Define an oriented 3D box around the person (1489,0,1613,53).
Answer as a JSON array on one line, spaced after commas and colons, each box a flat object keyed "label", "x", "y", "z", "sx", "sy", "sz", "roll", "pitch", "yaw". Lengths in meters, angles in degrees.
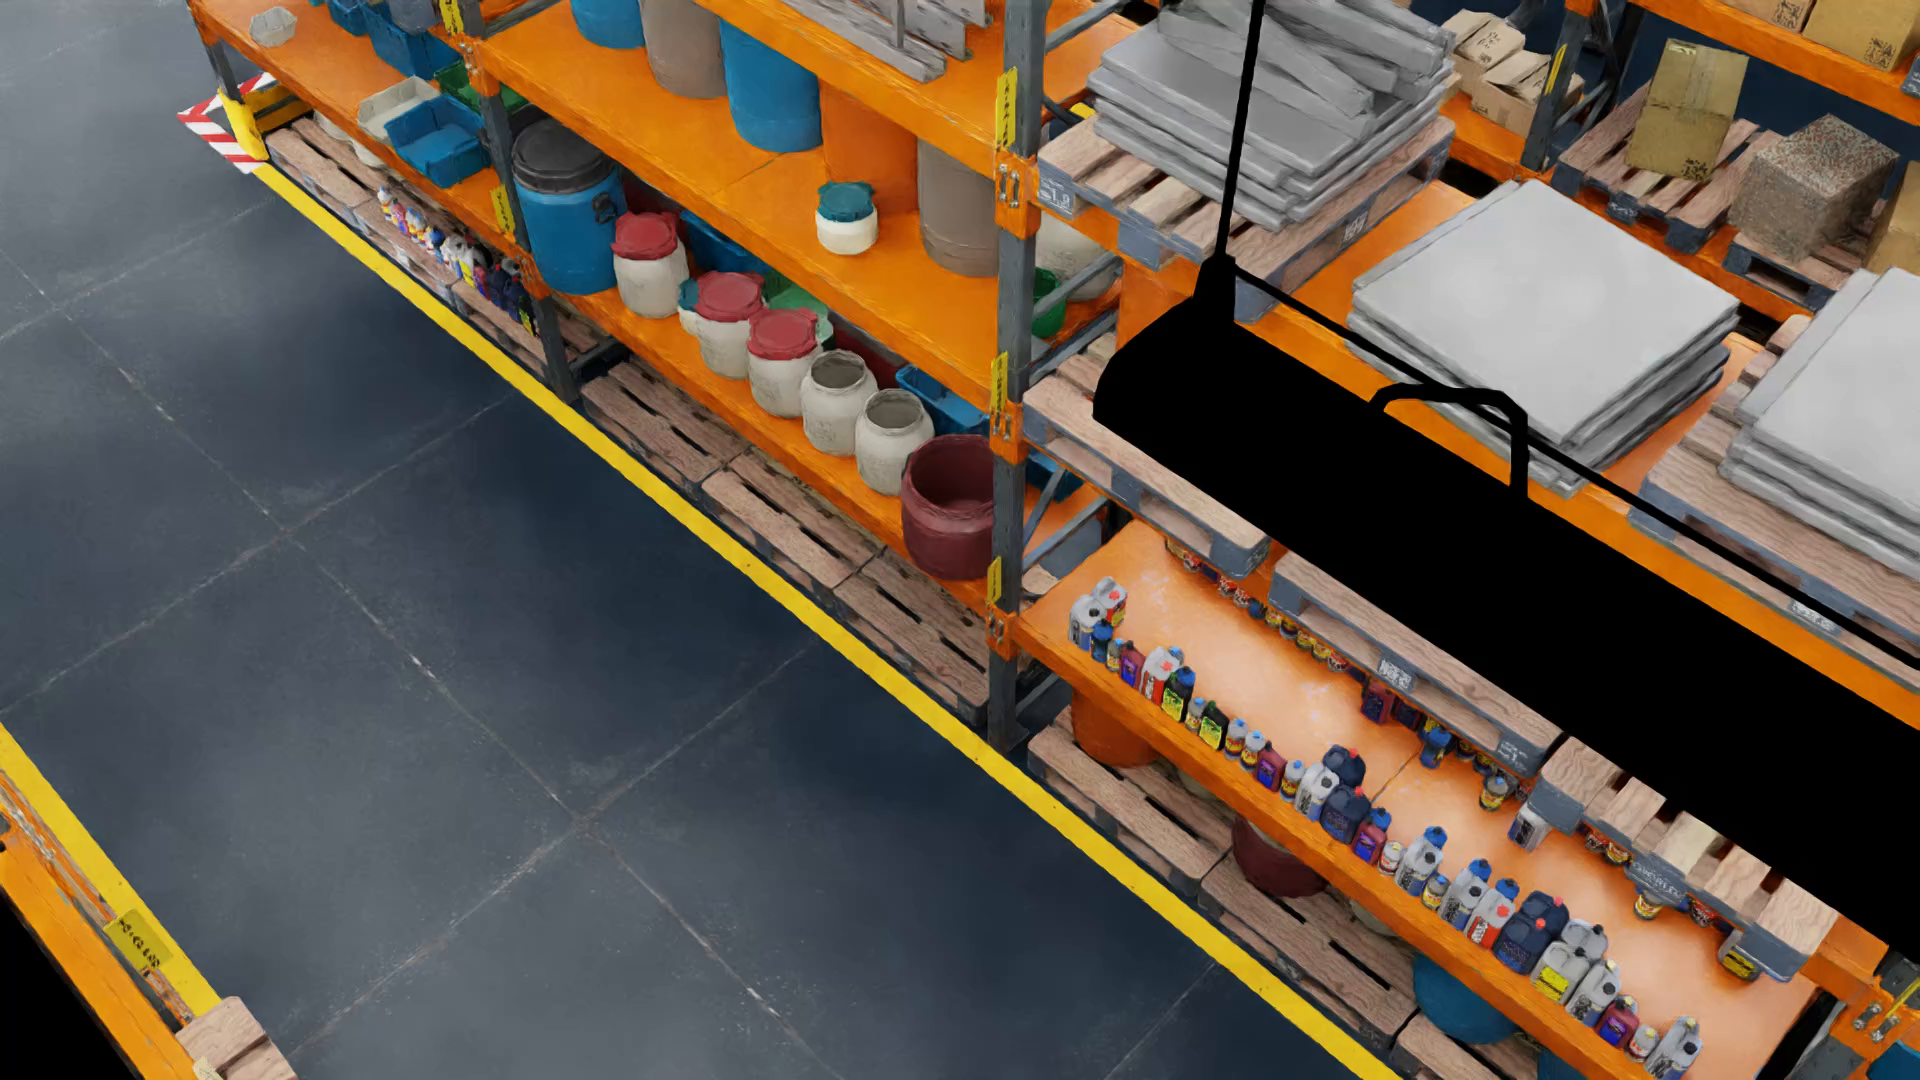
[{"label": "person", "x": 4.901, "y": -4.741, "z": 13.234, "sx": 1.026, "sy": 1.715, "sz": 0.538, "roll": 29, "pitch": 56, "yaw": 22}]
